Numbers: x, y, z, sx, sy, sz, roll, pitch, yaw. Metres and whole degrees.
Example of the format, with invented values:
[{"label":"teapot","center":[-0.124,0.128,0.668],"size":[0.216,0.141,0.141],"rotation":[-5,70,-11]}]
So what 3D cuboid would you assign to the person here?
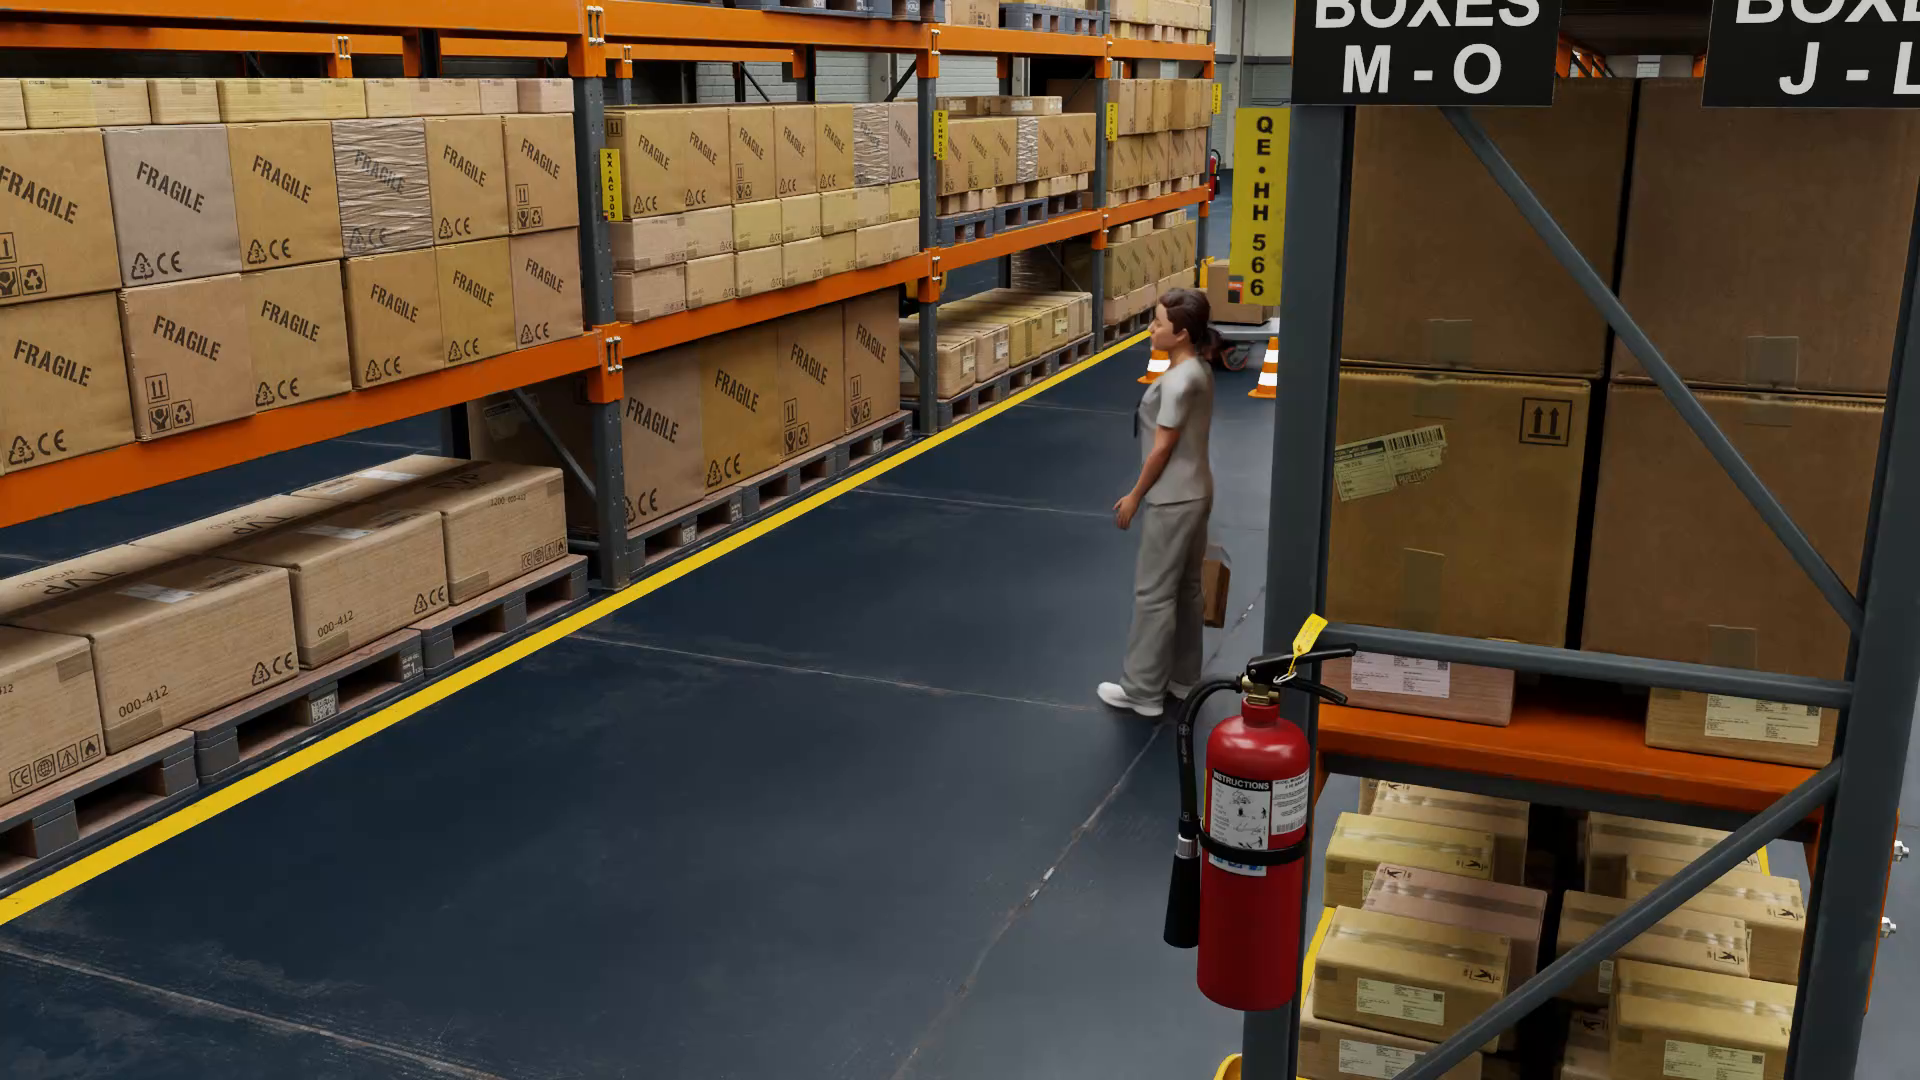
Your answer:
[{"label":"person","center":[0.786,-0.150,6.484],"size":[0.452,1.684,0.511],"rotation":[5,16,17]}]
